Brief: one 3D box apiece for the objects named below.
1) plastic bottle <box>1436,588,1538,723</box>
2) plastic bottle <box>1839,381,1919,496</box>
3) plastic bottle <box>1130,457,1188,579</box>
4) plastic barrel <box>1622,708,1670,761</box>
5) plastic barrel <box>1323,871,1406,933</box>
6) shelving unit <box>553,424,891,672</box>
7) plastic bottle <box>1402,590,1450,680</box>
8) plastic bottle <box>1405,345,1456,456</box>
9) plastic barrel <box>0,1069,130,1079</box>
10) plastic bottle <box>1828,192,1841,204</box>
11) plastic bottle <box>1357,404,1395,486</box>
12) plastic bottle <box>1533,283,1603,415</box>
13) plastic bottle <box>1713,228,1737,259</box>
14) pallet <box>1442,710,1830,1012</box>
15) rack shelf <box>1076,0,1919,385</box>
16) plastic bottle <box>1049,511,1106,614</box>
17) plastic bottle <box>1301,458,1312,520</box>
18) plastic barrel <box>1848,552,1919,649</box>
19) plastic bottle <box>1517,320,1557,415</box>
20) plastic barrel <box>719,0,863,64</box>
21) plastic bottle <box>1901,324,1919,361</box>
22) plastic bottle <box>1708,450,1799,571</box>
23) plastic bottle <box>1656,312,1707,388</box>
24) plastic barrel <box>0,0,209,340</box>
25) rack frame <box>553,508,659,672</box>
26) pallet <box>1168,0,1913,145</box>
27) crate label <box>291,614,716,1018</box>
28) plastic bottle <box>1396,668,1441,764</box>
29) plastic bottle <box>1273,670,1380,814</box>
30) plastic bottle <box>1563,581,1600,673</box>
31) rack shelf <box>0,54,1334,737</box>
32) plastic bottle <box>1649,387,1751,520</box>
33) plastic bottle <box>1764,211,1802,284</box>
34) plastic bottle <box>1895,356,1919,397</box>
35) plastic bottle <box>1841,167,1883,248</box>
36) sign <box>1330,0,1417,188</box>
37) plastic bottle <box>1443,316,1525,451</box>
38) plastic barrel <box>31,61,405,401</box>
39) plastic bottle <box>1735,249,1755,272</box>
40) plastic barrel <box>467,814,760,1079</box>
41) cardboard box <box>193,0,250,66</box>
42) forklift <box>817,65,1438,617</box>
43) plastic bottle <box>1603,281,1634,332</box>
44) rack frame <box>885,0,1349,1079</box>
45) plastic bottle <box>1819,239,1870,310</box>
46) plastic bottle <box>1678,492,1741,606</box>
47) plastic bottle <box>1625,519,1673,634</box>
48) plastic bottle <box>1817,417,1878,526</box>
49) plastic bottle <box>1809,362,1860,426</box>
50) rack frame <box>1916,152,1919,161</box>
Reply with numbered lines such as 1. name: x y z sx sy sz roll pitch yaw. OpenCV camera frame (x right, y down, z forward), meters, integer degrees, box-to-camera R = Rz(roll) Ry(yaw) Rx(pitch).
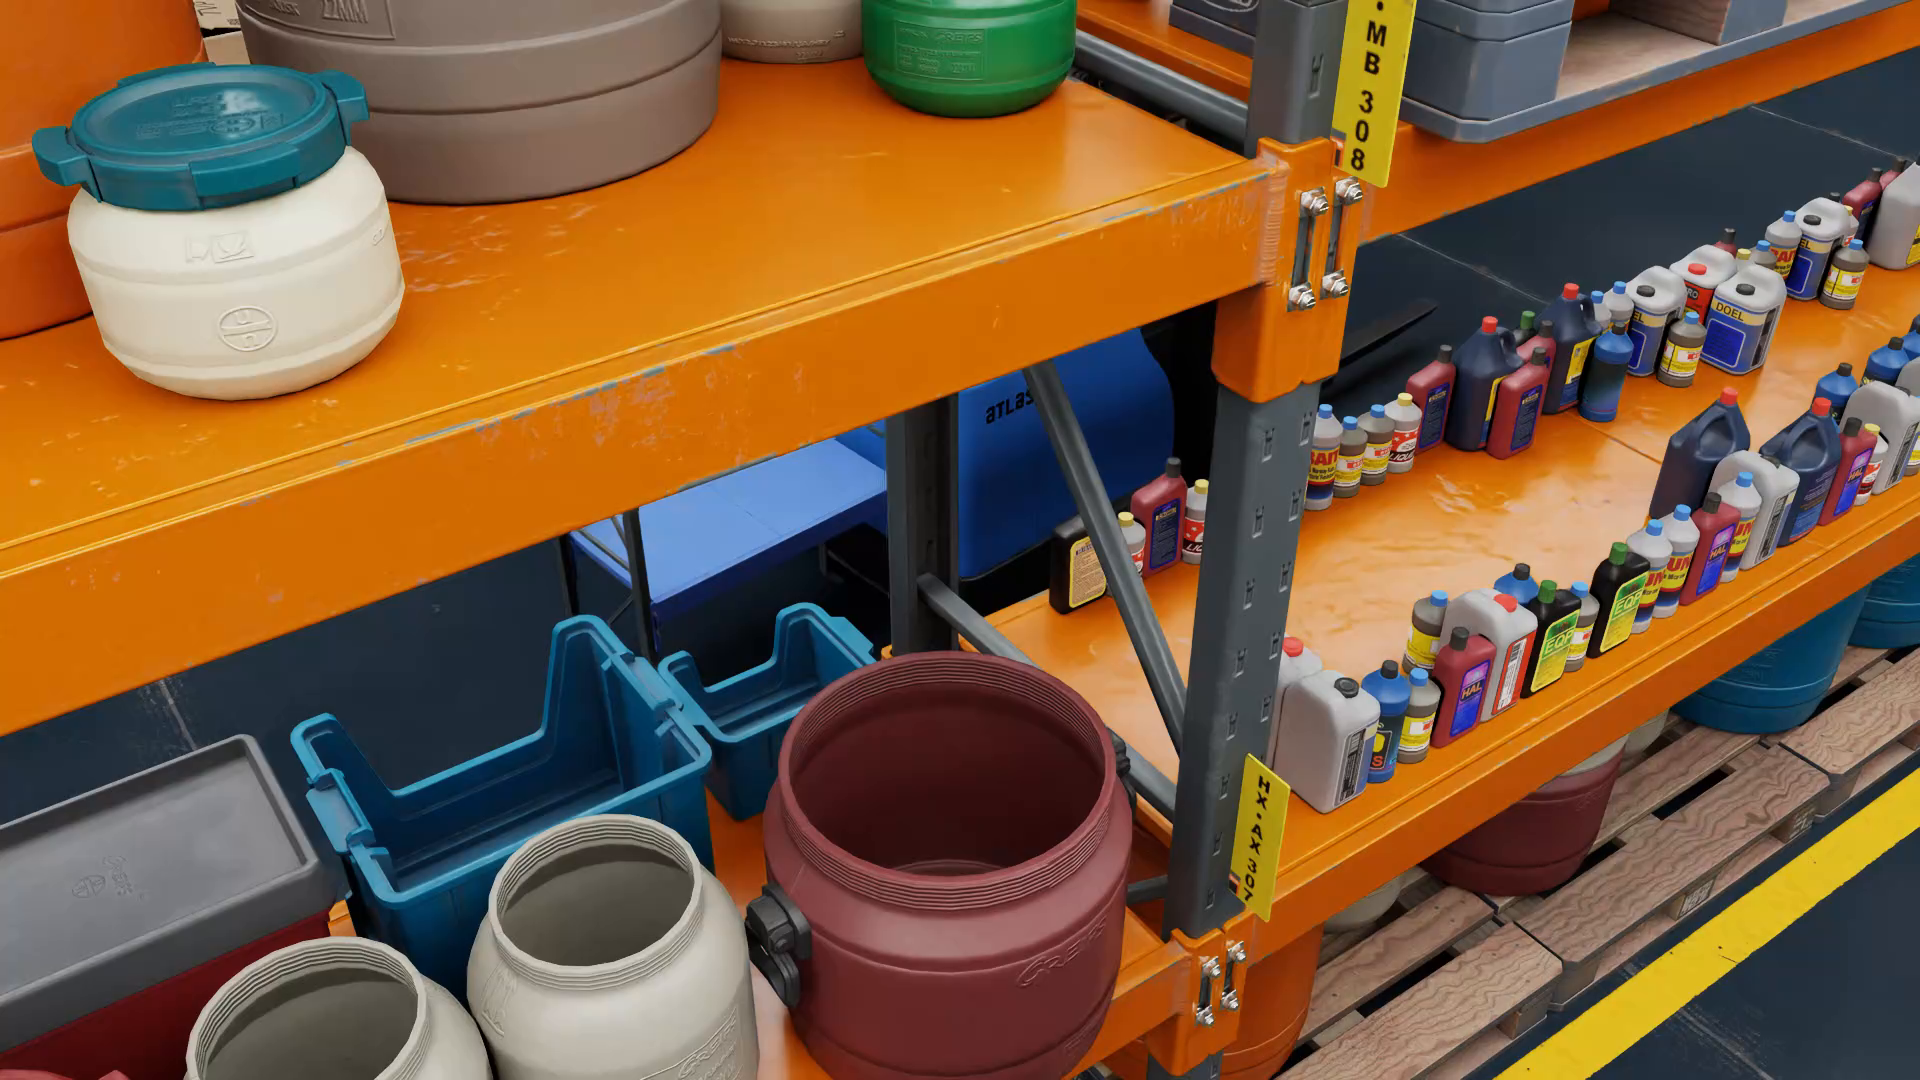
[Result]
1. plastic bottle: 1.103 0.220 3.481 0.135 0.276 0.152 -22 41 -28
2. plastic bottle: 2.308 -0.276 4.171 0.135 0.276 0.152 -22 41 -28
3. plastic bottle: 0.458 -0.053 3.855 0.133 0.283 0.061 -22 41 -28
4. plastic barrel: 1.908 0.371 4.936 0.421 0.512 0.421 0 36 0
5. plastic barrel: 0.985 0.751 4.408 0.421 0.512 0.421 0 36 0
6. shelving unit: -0.708 -0.190 5.230 1.048 1.500 0.538 -28 44 -33
7. plastic bottle: 1.016 0.197 3.577 0.097 0.201 0.097 0 36 0
8. plastic bottle: 1.204 -0.360 4.282 0.133 0.283 0.061 -22 41 -28
9. plastic barrel: -1.223 0.997 2.178 0.433 0.535 0.433 0 36 0
10. plastic bottle: 2.636 -0.932 5.087 0.097 0.271 0.097 0 36 0
11. plastic bottle: 1.040 -0.247 4.194 0.097 0.201 0.097 0 36 0
12. plastic bottle: 1.618 -0.528 4.458 0.185 0.351 0.144 -22 41 -28
13. plastic bottle: 2.183 -0.763 4.842 0.133 0.283 0.061 -22 41 -28
14. pallet: 1.801 0.756 5.019 1.213 0.211 1.003 -22 41 -28
15. rack shelf: 1.819 -1.282 3.510 4.000 0.370 1.077 -22 41 -28
16. plastic bottle: 0.269 0.024 3.747 0.133 0.283 0.061 -22 41 -28
17. plastic bottle: 0.802 -0.148 4.057 0.097 0.201 0.097 0 36 0
18. plastic barrel: 3.000 -0.173 5.358 0.708 0.901 0.600 -22 41 -28
19. plastic bottle: 1.499 -0.438 4.390 0.133 0.283 0.061 -22 41 -28
20. plastic barrel: -0.246 -0.988 2.390 0.421 0.512 0.421 0 36 0
21. plastic bottle: 2.520 -0.451 4.418 0.097 0.271 0.097 0 36 0
22. plastic bottle: 1.858 -0.091 3.914 0.135 0.276 0.152 -22 41 -28
23. plastic bottle: 1.997 -0.532 4.590 0.097 0.201 0.097 0 36 0
24. plastic barrel: -1.146 -0.683 1.694 0.708 0.830 0.600 -22 41 -28
25. rack frame: -1.083 0.010 4.951 0.032 1.500 0.500 -28 44 -33
26. pallet: 0.866 -1.035 2.713 1.213 0.211 1.003 -22 41 -28
27. crate label: -0.783 0.507 2.945 0.616 0.435 0.502 -22 41 -28
28. plastic bottle: 0.915 0.347 3.368 0.097 0.201 0.097 0 36 0
29. plastic bottle: 0.724 0.376 3.265 0.135 0.276 0.152 -22 41 -28
30. plastic bottle: 1.322 0.180 3.602 0.097 0.201 0.097 0 36 0
31. rack shelf: -1.450 0.064 1.640 4.000 0.370 1.077 -22 41 -28
32. plastic bottle: 1.793 -0.200 4.002 0.185 0.351 0.144 -22 41 -28
33. plastic bottle: 2.447 -0.854 4.978 0.097 0.271 0.097 0 36 0
34. plastic bottle: 2.497 -0.354 4.279 0.135 0.276 0.152 -22 41 -28
35. plastic bottle: 2.800 -1.017 5.195 0.133 0.283 0.061 -22 41 -28
36. sign: 0.507 -0.599 2.034 0.005 0.325 0.100 -22 41 -28
37. plastic bottle: 1.358 -0.421 4.309 0.185 0.351 0.144 -22 41 -28
38. plastic barrel: -0.720 -0.306 1.656 0.301 0.262 0.301 0 36 0
39. plastic bottle: 2.288 -0.760 4.908 0.097 0.201 0.097 0 36 0
40. plastic barrel: -0.533 0.719 2.585 0.421 0.512 0.421 0 36 0
41. cardboard box: -2.988 -1.911 6.415 0.500 0.311 0.500 -20 40 -25
42. forklift: 0.763 -1.597 5.961 3.031 2.935 1.130 -28 44 -33
43. plastic bottle: 1.799 -0.587 4.608 0.097 0.271 0.097 0 36 0
44. rack frame: 0.185 0.317 3.241 0.127 3.000 1.000 -22 41 -28
45. plastic bottle: 2.644 -0.798 4.961 0.097 0.201 0.097 0 36 0
46. plastic bottle: 1.695 0.006 3.773 0.133 0.283 0.061 -22 41 -28
47. plastic bottle: 1.511 0.073 3.689 0.097 0.271 0.097 0 36 0
48. plastic bottle: 2.145 -0.179 4.030 0.133 0.283 0.061 -22 41 -28
49. plastic bottle: 2.221 -0.327 4.246 0.097 0.271 0.097 0 36 0
50. rack frame: 3.454 -1.029 5.112 0.127 3.000 1.000 -22 41 -28
